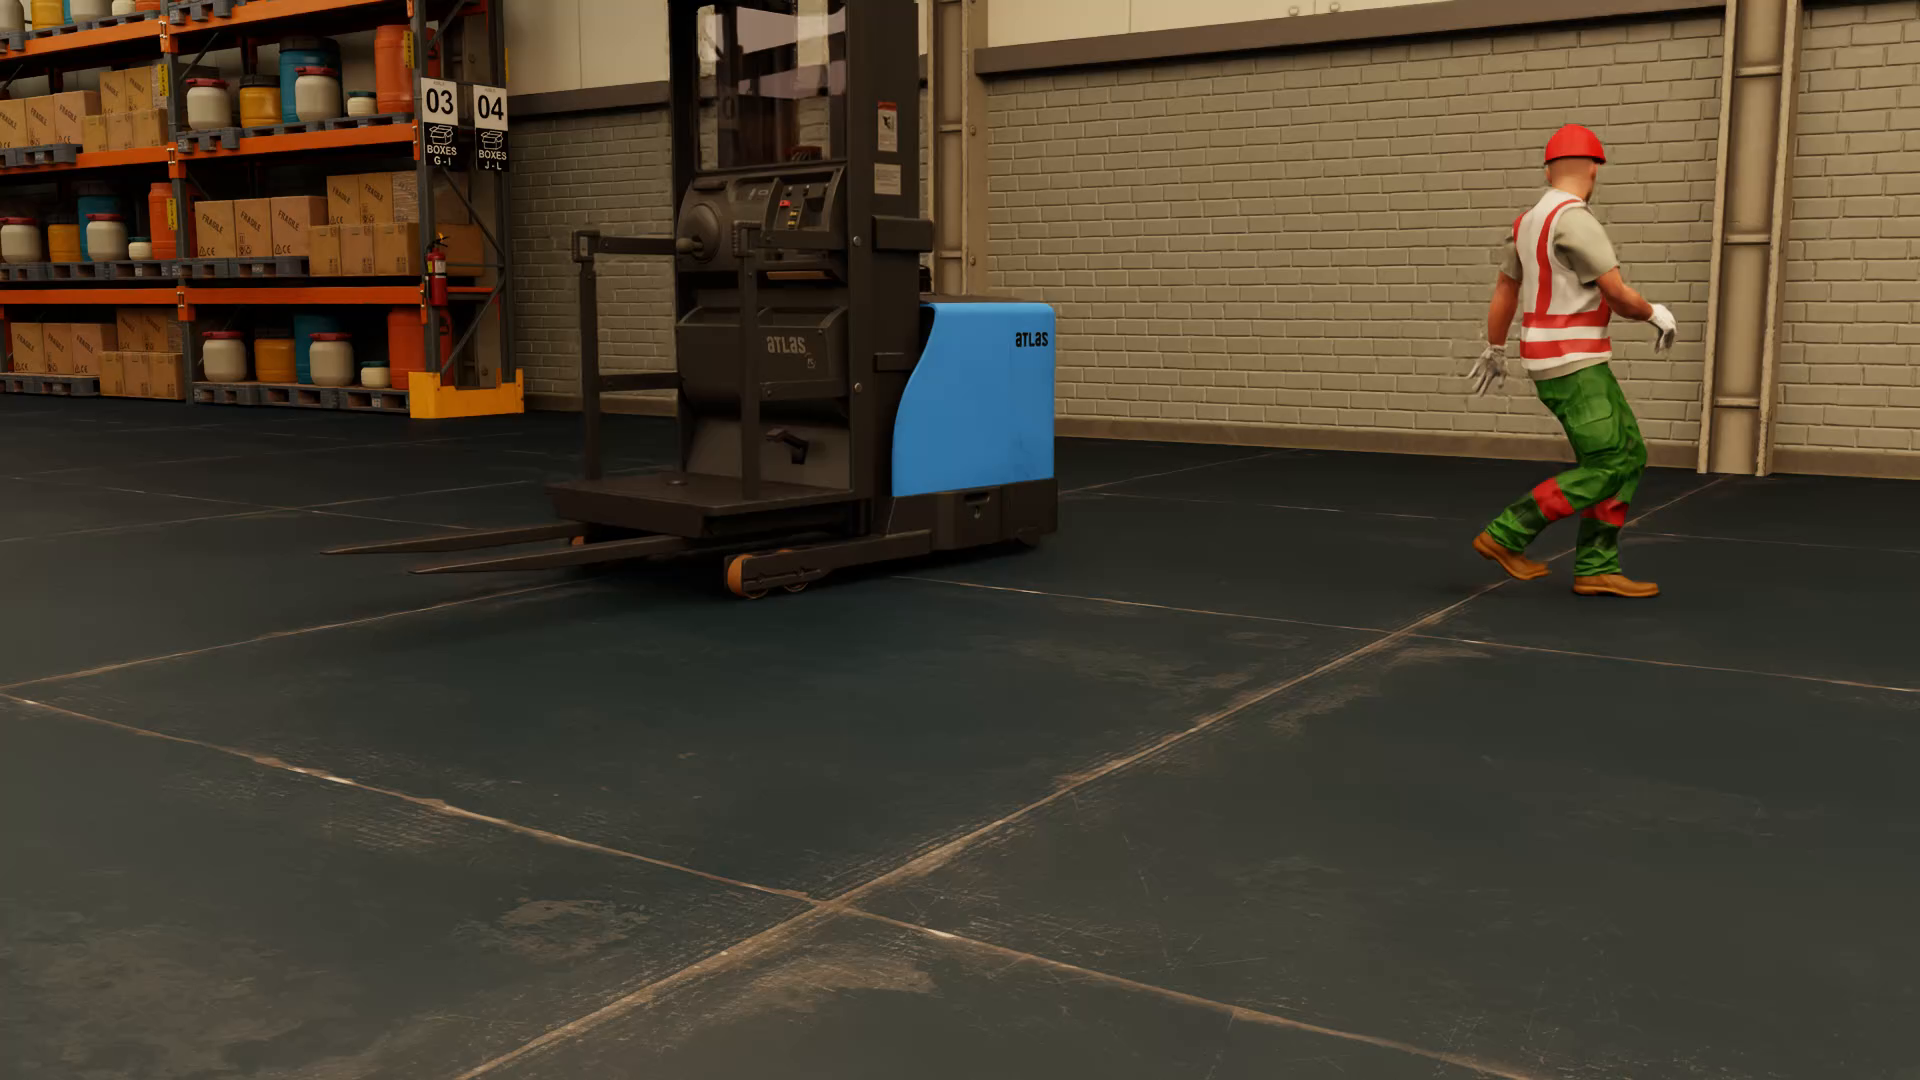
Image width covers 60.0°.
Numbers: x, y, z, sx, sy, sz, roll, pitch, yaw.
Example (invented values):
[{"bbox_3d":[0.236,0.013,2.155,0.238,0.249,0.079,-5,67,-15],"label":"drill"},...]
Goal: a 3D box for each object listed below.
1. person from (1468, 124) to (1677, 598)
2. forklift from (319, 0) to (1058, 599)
[{"bbox_3d":[2.245,-0.649,6.112,0.706,1.716,0.664,2,8,16],"label":"person"},{"bbox_3d":[-0.942,-1.315,6.440,1.130,2.935,3.031,7,11,42],"label":"forklift"}]
